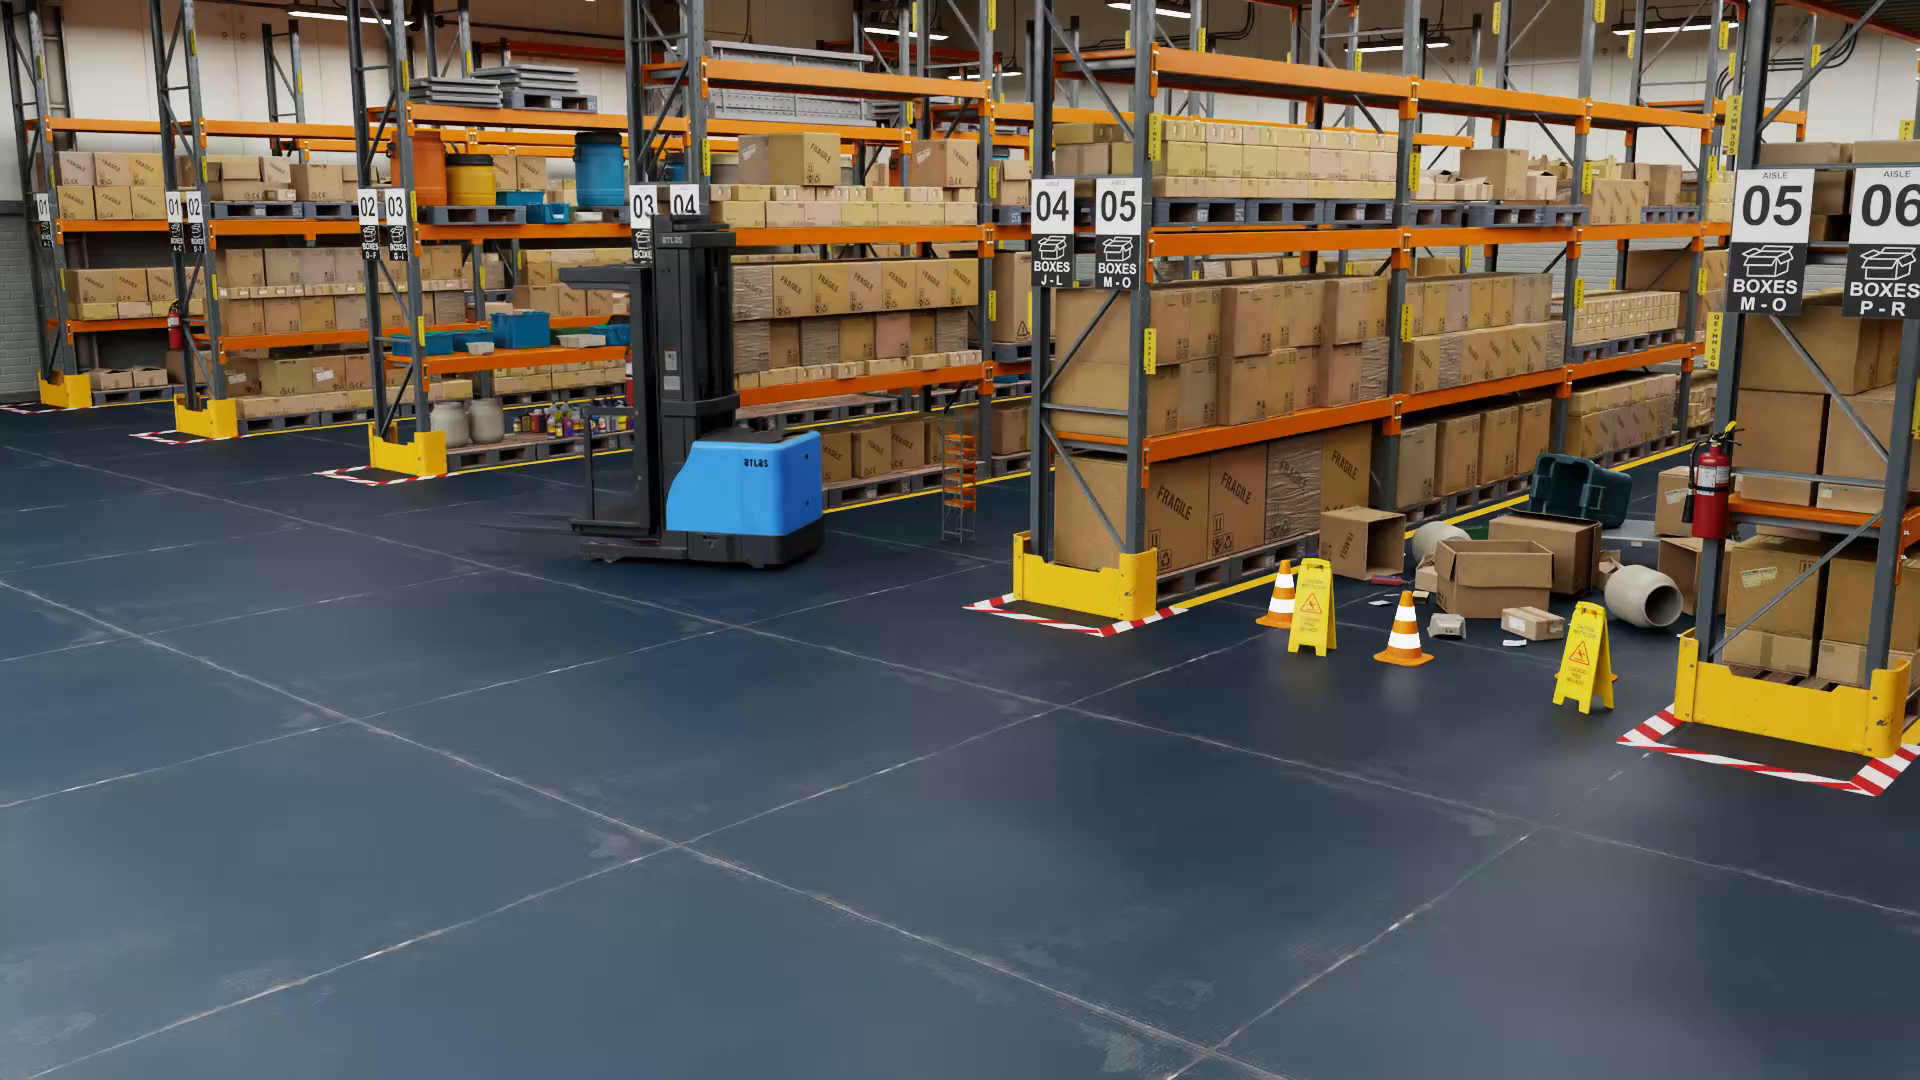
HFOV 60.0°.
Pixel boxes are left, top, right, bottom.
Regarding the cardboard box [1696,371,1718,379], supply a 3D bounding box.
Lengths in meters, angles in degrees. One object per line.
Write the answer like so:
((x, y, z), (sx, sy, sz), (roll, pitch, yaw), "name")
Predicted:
((10.827, -2.336, 23.977), (0.380, 0.149, 0.250), (10, 15, 41), "cardboard box")

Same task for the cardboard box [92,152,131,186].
((-13.058, -5.662, 25.422), (0.500, 0.500, 0.500), (10, 15, 40), "cardboard box")

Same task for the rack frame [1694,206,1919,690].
((4.743, -0.347, 9.328), (1.000, 3.000, 0.127), (10, 15, 40), "rack frame")

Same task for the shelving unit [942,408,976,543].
((-0.010, -0.586, 15.122), (0.258, 1.200, 0.189), (10, 15, 40), "shelving unit")

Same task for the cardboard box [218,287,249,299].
((-9.720, -3.306, 22.235), (0.380, 0.149, 0.250), (10, 15, 40), "cardboard box")

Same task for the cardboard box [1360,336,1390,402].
((3.363, -1.578, 15.110), (0.875, 0.550, 0.550), (10, 15, 40), "cardboard box")

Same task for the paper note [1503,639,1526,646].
((3.871, 0.713, 11.604), (0.148, 0.019, 0.142), (4, 12, 21), "paper note")

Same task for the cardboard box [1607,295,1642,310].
((7.900, -2.836, 19.841), (0.380, 0.149, 0.250), (9, 14, 38), "cardboard box")

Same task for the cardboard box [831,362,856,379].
((-1.271, -1.724, 16.865), (0.380, 0.149, 0.250), (10, 15, 40), "cardboard box")

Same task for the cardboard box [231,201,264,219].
((-11.715, -5.489, 27.107), (0.500, 0.500, 0.500), (8, 14, 36), "cardboard box")

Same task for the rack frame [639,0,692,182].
((-3.782, -5.799, 21.308), (1.000, 3.000, 0.127), (10, 15, 40), "rack frame")

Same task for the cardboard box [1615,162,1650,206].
((7.761, -4.255, 19.899), (0.797, 0.503, 0.637), (10, 15, 40), "cardboard box")

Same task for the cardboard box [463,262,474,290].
((-9.234, -4.835, 30.420), (0.700, 0.500, 0.500), (8, 14, 35), "cardboard box")

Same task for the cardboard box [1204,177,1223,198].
((1.758, -2.658, 12.555), (0.380, 0.149, 0.250), (10, 15, 41), "cardboard box")

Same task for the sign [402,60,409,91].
((-6.012, -5.036, 18.023), (0.100, 0.325, 0.005), (10, 15, 40), "sign")

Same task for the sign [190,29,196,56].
((-9.728, -6.314, 21.100), (0.100, 0.325, 0.005), (10, 15, 40), "sign")

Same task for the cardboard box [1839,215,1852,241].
((5.109, -1.859, 9.881), (0.380, 0.149, 0.250), (10, 15, 42), "cardboard box")

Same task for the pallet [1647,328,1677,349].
((8.265, -2.550, 20.847), (1.003, 0.211, 1.213), (10, 15, 40), "pallet")

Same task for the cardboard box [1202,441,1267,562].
((1.935, -0.374, 13.817), (0.875, 0.875, 0.875), (9, 15, 39), "cardboard box")

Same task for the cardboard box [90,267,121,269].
((-13.373, -4.023, 26.151), (0.500, 0.500, 0.500), (10, 15, 41), "cardboard box")

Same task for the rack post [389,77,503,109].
((-5.827, -5.060, 18.885), (0.954, 0.300, 0.937), (-10, 15, -41), "rack post")

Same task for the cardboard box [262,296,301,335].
((-9.480, -3.103, 22.874), (0.700, 0.500, 0.500), (10, 15, 42), "cardboard box")

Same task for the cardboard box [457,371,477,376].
((-7.448, -2.727, 25.762), (0.500, 0.311, 0.500), (10, 15, 40), "cardboard box")

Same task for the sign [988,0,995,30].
((0.334, -5.582, 17.638), (0.100, 0.325, 0.005), (10, 15, 40), "sign")

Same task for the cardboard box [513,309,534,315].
((-6.761, -3.479, 25.650), (0.380, 0.149, 0.250), (10, 15, 40), "cardboard box")

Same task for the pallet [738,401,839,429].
((-2.487, -1.790, 23.675), (1.003, 0.211, 1.213), (10, 15, 40), "pallet")

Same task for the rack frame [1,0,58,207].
((-13.864, -6.491, 24.775), (1.000, 3.000, 0.127), (10, 15, 40), "rack frame")

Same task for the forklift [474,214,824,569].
((-2.778, -1.338, 14.465), (3.031, 2.935, 1.130), (3, 12, 16), "forklift")

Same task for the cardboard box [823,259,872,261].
((-1.208, -2.721, 17.648), (0.500, 0.500, 0.500), (10, 15, 40), "cardboard box")

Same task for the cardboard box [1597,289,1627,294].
((8.273, -3.113, 21.230), (0.380, 0.149, 0.250), (11, 16, 43), "cardboard box")

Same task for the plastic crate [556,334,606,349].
((-4.663, -2.456, 20.561), (0.530, 0.136, 0.437), (10, 15, 40), "plastic crate")

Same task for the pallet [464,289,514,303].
((-8.973, -4.514, 30.680), (1.213, 0.211, 1.003), (10, 15, 40), "pallet")

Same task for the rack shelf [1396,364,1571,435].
((4.918, -1.502, 16.948), (1.077, 0.370, 4.000), (10, 15, 40), "rack shelf")

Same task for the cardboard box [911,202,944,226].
((-0.518, -3.438, 17.527), (0.500, 0.250, 0.500), (10, 15, 42), "cardboard box")

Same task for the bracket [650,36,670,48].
((-6.138, -10.130, 33.801), (0.235, 0.232, 0.430), (10, 15, 40), "bracket")

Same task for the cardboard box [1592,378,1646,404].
((7.890, -1.790, 19.947), (0.500, 0.250, 0.500), (9, 14, 38), "cardboard box")

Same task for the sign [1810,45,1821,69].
((11.923, -6.729, 23.175), (0.100, 0.325, 0.005), (10, 15, 40), "sign")

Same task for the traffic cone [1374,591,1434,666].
((2.999, 0.574, 11.196), (0.336, 0.463, 0.334), (10, 15, 40), "traffic cone")

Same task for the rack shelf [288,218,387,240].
((-9.903, -5.550, 29.559), (1.077, 0.370, 4.000), (10, 15, 40), "rack shelf")

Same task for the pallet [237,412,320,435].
((-9.667, -1.660, 23.022), (1.003, 0.211, 1.213), (10, 15, 40), "pallet")

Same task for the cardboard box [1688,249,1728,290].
((9.690, -3.536, 21.727), (0.500, 0.500, 0.500), (9, 15, 39), "cardboard box")

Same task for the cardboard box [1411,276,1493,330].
((4.928, -2.398, 16.789), (0.700, 0.500, 0.500), (10, 15, 40), "cardboard box")

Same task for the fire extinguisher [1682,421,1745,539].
((4.321, -0.352, 9.549), (0.296, 0.674, 0.183), (10, 15, 40), "fire extinguisher")

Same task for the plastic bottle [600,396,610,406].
((-4.626, -1.709, 21.786), (0.144, 0.351, 0.185), (10, 15, 42), "plastic bottle")

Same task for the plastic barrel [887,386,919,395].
((-0.831, -2.661, 25.385), (0.600, 0.830, 0.708), (10, 15, 40), "plastic barrel")

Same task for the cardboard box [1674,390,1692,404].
((9.262, -1.861, 21.597), (0.380, 0.149, 0.250), (11, 15, 43), "cardboard box")

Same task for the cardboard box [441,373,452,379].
((-8.041, -2.695, 25.121), (0.500, 0.500, 0.500), (10, 15, 40), "cardboard box")

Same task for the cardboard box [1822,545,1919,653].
((5.498, 0.341, 9.916), (0.500, 0.500, 0.500), (9, 14, 38), "cardboard box")

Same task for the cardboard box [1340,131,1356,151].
((3.098, -3.348, 13.976), (0.380, 0.149, 0.250), (10, 15, 41), "cardboard box")

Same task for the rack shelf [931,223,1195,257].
((1.259, -3.629, 19.939), (1.077, 0.370, 4.000), (10, 15, 40), "rack shelf")

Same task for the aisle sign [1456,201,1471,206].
((8.133, -5.229, 27.133), (0.394, 0.787, 0.004), (10, 15, 40), "aisle sign")

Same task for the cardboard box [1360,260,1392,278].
((6.399, -4.020, 25.426), (0.500, 0.500, 0.500), (9, 15, 39), "cardboard box")

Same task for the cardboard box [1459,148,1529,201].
((5.301, -3.632, 16.534), (0.500, 0.500, 0.500), (10, 15, 40), "cardboard box")

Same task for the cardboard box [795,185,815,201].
((-1.631, -3.376, 16.203), (0.380, 0.149, 0.250), (10, 15, 40), "cardboard box")

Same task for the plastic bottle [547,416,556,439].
((-4.991, -1.373, 20.307), (0.097, 0.271, 0.097), (0, 11, 0), "plastic bottle")
